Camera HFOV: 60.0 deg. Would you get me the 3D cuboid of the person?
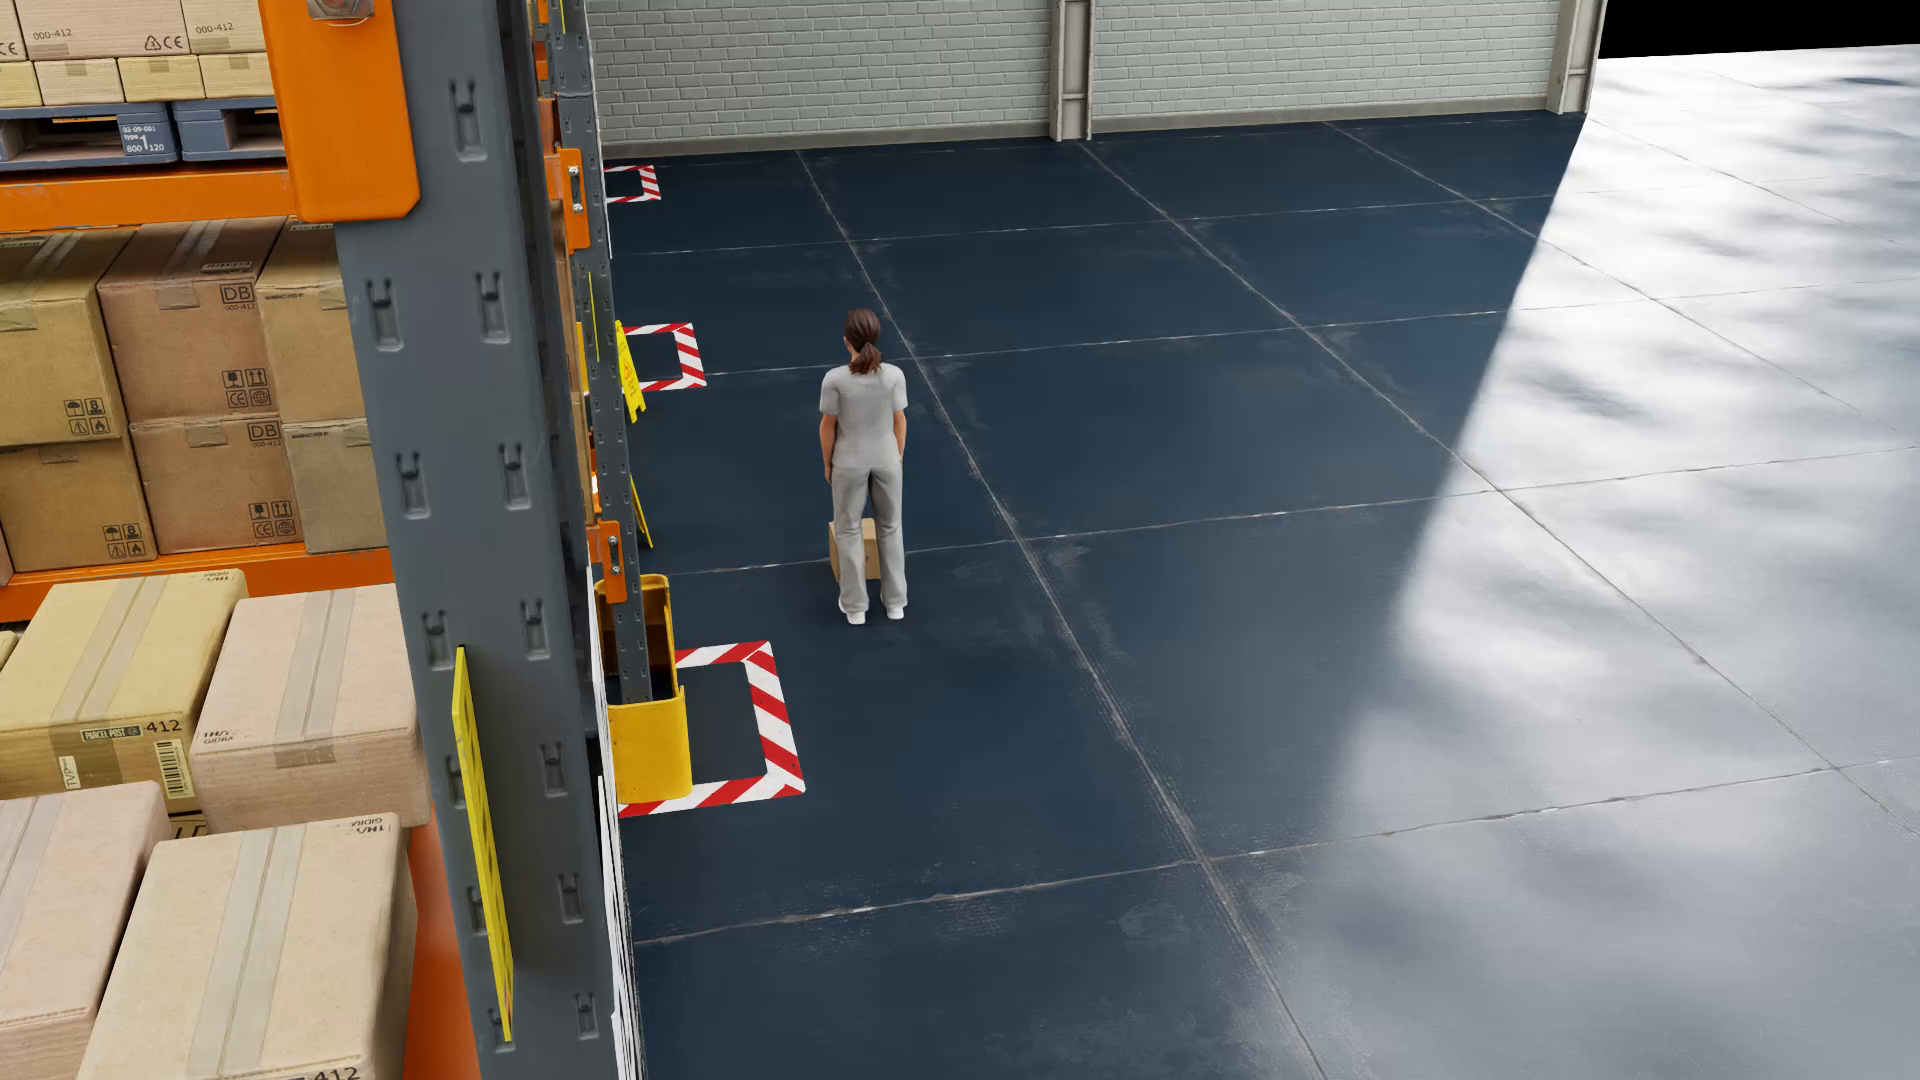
[{"bbox_3d":[-0.477,-0.364,8.343,0.438,1.669,0.365,-5,27,-10],"label":"person"}]
